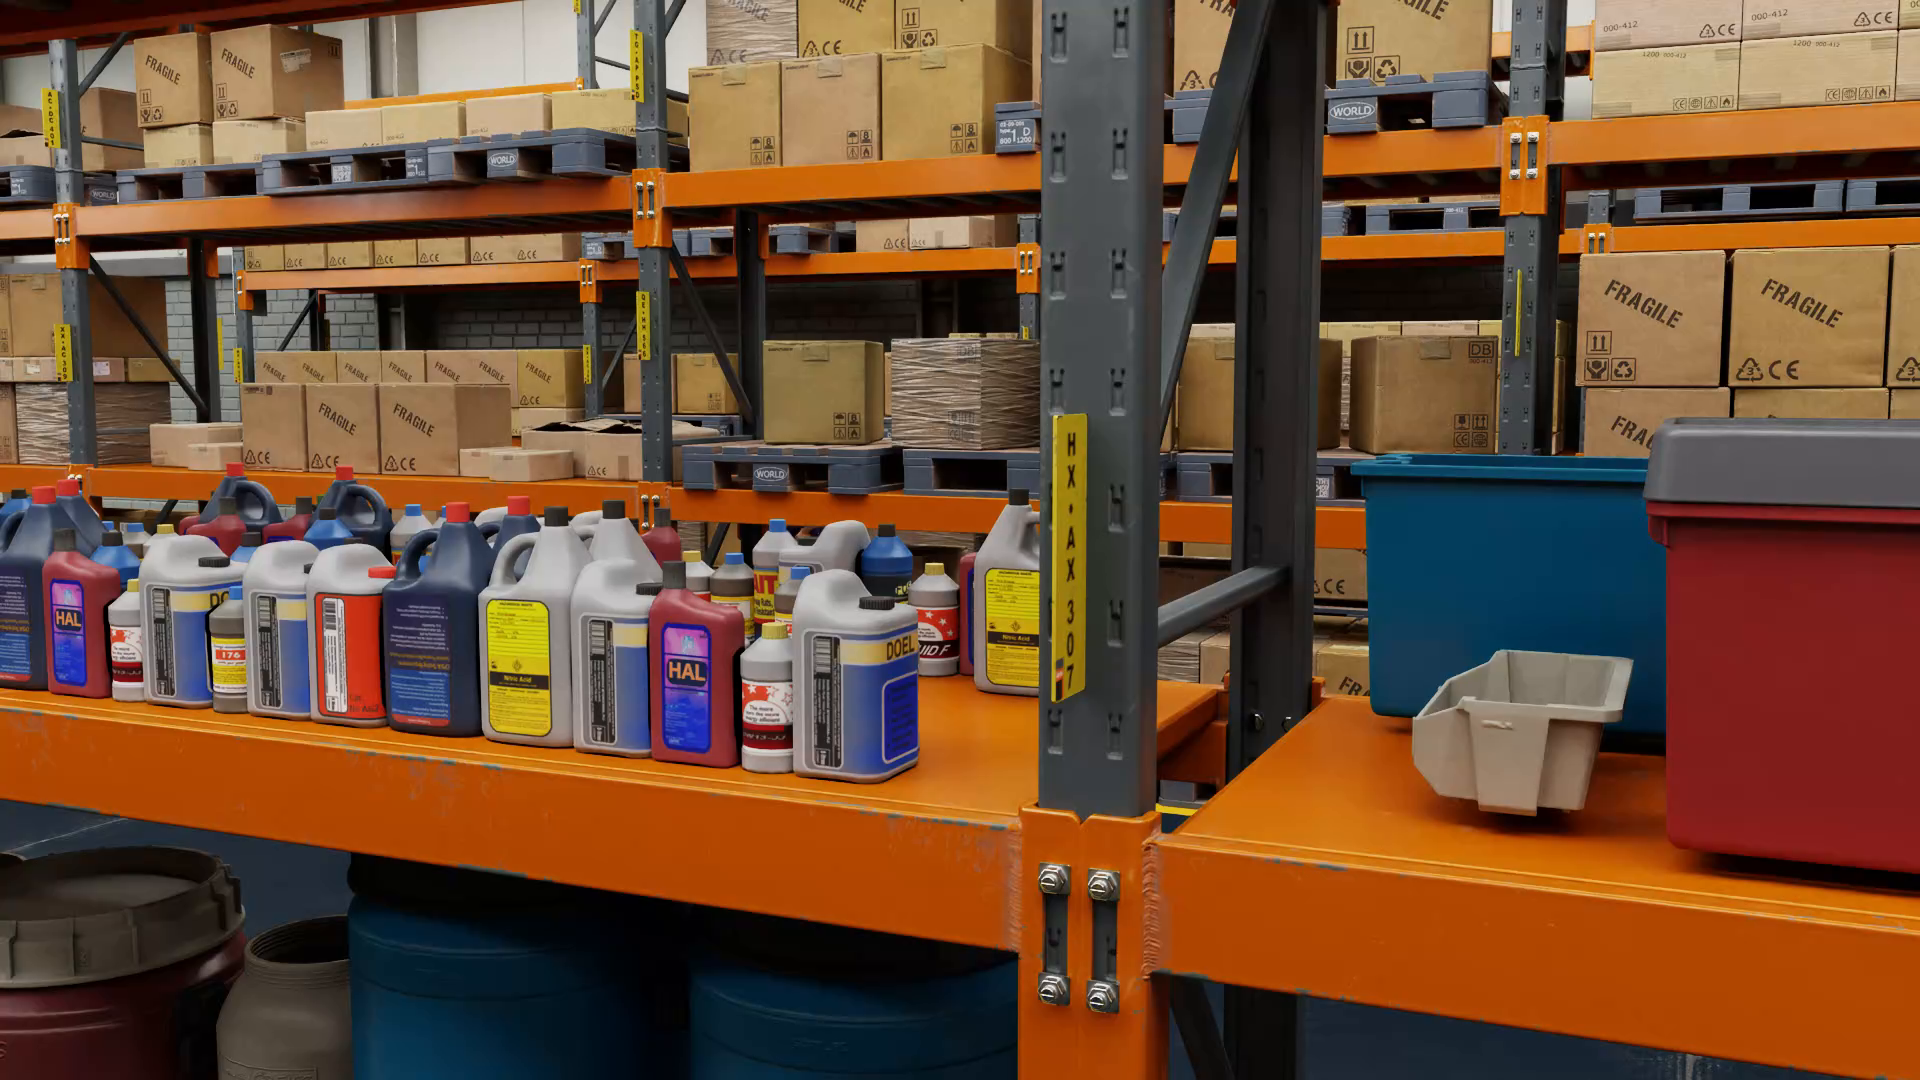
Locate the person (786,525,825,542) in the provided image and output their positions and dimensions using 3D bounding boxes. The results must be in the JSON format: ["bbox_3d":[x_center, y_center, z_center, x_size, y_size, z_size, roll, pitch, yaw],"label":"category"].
[{"bbox_3d":[-0.999,-0.031,10.655,0.620,1.642,0.584,-3,6,-27],"label":"person"}]
